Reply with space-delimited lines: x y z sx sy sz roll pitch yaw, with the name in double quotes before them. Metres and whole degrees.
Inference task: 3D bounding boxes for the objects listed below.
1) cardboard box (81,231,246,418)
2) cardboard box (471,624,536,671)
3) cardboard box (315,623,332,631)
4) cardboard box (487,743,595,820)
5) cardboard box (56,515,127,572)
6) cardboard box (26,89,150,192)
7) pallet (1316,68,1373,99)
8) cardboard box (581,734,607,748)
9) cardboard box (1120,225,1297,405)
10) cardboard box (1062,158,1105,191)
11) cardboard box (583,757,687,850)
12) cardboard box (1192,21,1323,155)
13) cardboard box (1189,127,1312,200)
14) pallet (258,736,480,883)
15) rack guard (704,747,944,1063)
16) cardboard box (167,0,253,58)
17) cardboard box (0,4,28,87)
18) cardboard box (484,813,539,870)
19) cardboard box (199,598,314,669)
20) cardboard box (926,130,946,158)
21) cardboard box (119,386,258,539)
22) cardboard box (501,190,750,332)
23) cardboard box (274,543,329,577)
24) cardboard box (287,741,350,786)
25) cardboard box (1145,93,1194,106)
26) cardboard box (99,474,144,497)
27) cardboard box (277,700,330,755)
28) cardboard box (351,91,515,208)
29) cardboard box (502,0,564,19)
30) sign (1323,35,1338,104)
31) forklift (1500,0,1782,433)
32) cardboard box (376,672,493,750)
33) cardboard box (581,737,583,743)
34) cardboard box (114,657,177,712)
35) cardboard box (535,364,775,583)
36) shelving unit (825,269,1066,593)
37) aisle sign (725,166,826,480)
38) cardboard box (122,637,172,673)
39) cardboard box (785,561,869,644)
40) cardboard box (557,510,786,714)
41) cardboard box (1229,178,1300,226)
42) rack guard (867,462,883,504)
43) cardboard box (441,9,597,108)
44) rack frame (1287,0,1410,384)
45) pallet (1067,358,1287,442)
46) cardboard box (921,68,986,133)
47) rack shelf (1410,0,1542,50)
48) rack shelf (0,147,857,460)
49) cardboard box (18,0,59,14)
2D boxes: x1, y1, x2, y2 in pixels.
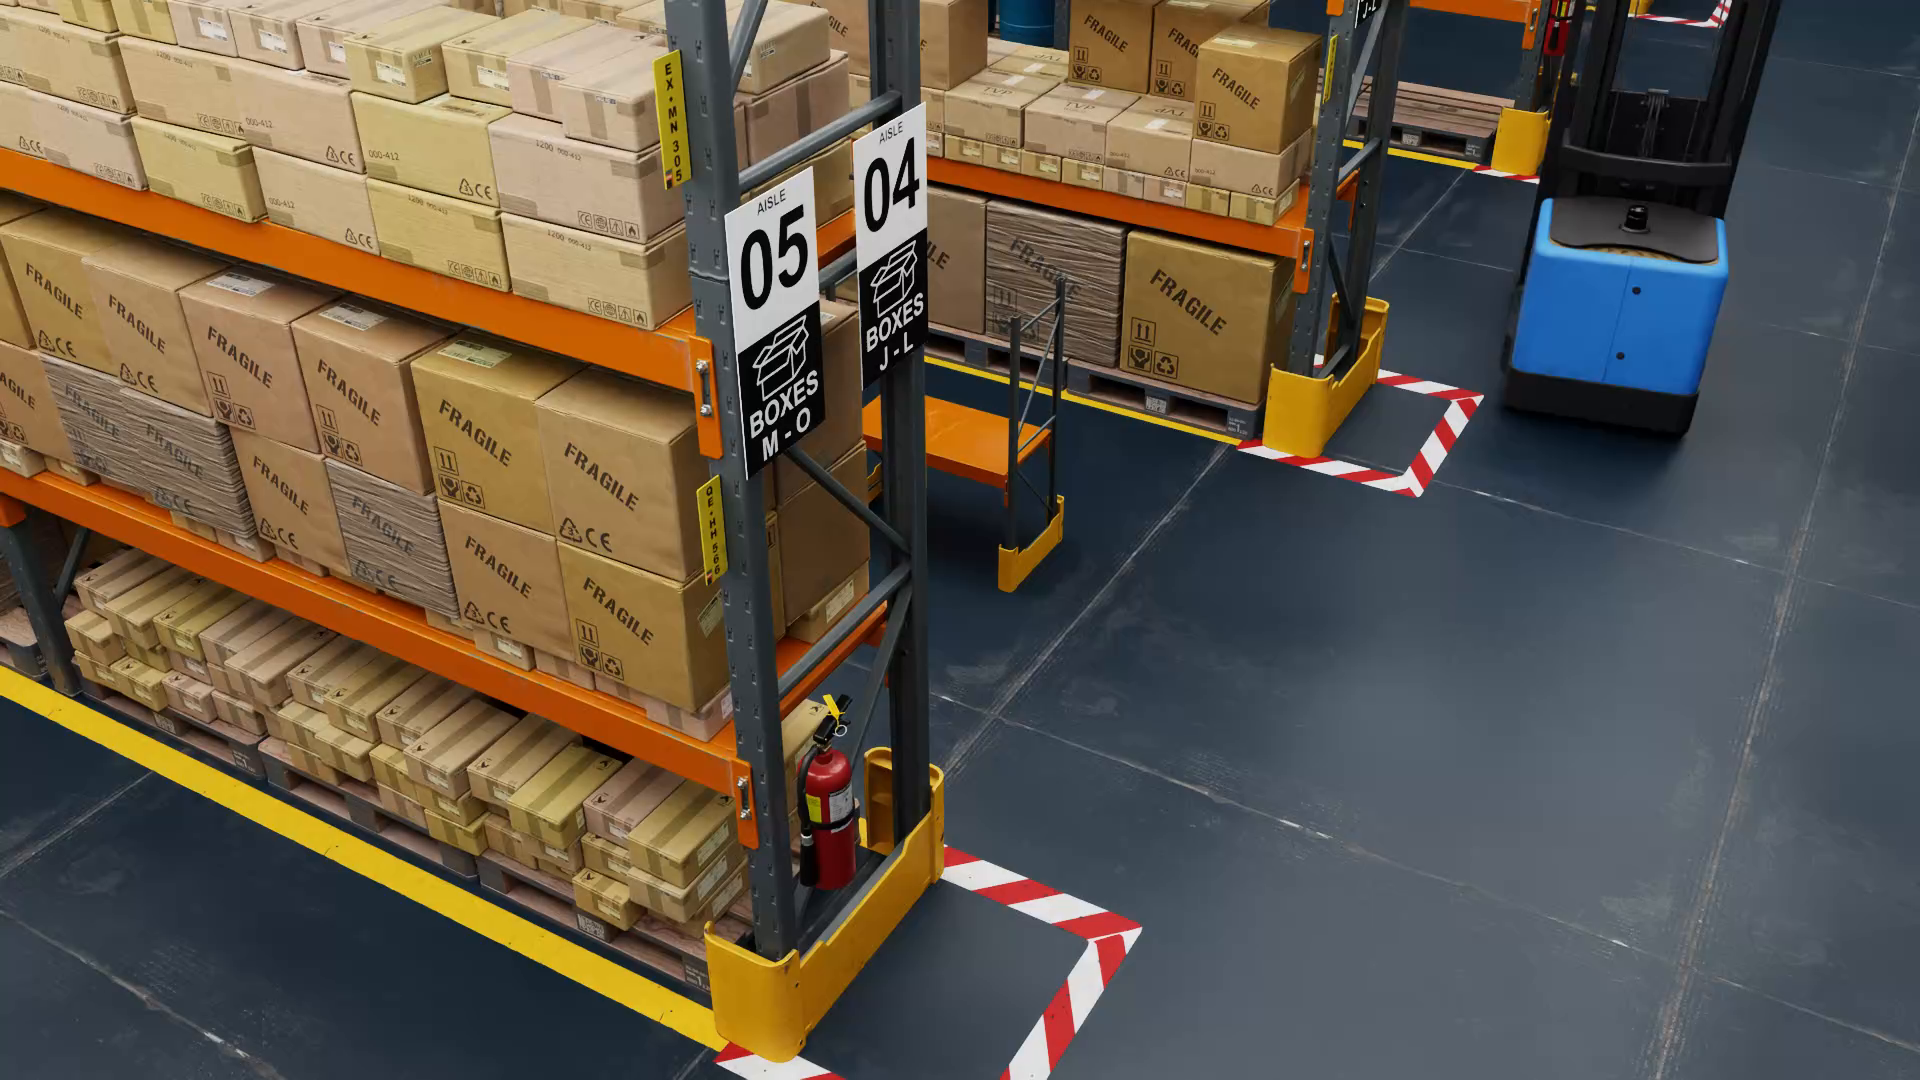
"cardboard box" -2.736 -0.825 6.022 0.500 0.500 0.500 18 38 25
"cardboard box" -1.492 0.270 5.864 0.250 0.149 0.380 19 38 26
"cardboard box" -2.804 0.298 7.521 0.250 0.149 0.380 18 38 25
"cardboard box" -1.648 0.941 6.555 0.250 0.149 0.380 17 37 24
"cardboard box" -4.396 -0.239 8.278 0.500 0.500 0.500 19 38 26
"cardboard box" -2.733 -1.419 5.604 0.500 0.250 0.500 19 38 26
"pallet" 2.841 -3.837 14.321 1.213 0.211 1.003 18 37 24
"cardboard box" -1.376 0.697 6.922 0.250 0.149 0.380 19 38 26
"cardboard box" 1.540 -1.460 9.775 0.875 0.875 0.875 18 37 24
"cardboard box" 0.775 -2.147 9.495 0.250 0.149 0.380 17 37 23
"cardboard box" -1.188 0.970 6.243 0.250 0.149 0.380 18 38 25
"cardboard box" 1.582 -2.413 8.858 0.500 0.500 0.500 18 38 25
"cardboard box" 1.583 -2.099 9.063 0.500 0.250 0.500 17 37 24
"pallet" -2.222 0.890 7.223 1.213 0.211 1.003 18 37 24
"rack guard" -0.479 1.346 6.277 0.348 0.500 1.175 18 37 24
"cardboard box" -2.173 -1.617 5.091 0.250 0.149 0.380 17 37 23
"cardboard box" -3.157 -1.780 5.695 0.500 0.250 0.500 17 37 24
"cardboard box" -1.655 1.096 6.591 0.250 0.149 0.380 18 38 25
"cardboard box" -2.999 0.396 7.105 0.250 0.149 0.380 17 37 23
"cardboard box" -0.120 -2.430 9.920 0.250 0.149 0.380 18 38 25
"cardboard box" -2.729 -0.393 6.275 0.500 0.500 0.500 17 37 23
"cardboard box" -0.940 -0.857 4.760 0.500 0.250 0.500 17 37 23
"cardboard box" -2.379 -0.043 6.335 0.250 0.149 0.380 19 38 26
"cardboard box" -2.583 0.830 6.990 0.250 0.149 0.380 17 37 23
"cardboard box" 1.398 -2.495 9.658 0.500 0.250 0.500 17 37 24
"cardboard box" -3.284 -0.350 6.796 0.250 0.149 0.380 16 37 22
"cardboard box" -2.589 0.707 6.907 0.250 0.149 0.380 17 37 24
"cardboard box" -1.384 -1.212 4.841 0.500 0.250 0.500 17 37 23
"cardboard box" -1.204 -1.688 5.197 0.250 0.149 0.380 18 38 25
"sign" 1.854 -2.356 8.323 0.005 0.325 0.100 18 37 24
"forklift" 4.176 -2.646 10.079 1.130 2.935 3.031 11 35 16
"cardboard box" -2.104 0.686 6.670 0.250 0.149 0.380 16 37 23
"cardboard box" -1.633 0.795 7.042 0.250 0.149 0.380 18 38 25
"cardboard box" -3.499 0.566 7.386 0.250 0.149 0.380 19 38 26
"cardboard box" -0.934 -0.261 5.175 0.500 0.500 0.500 17 37 23
"shelving unit" -0.066 -0.645 8.366 1.083 1.500 0.587 18 37 24
"aisle sign" -0.499 -0.591 4.586 0.004 0.787 0.394 18 37 24
"cardboard box" -3.466 0.395 7.376 0.250 0.149 0.380 18 38 25
"cardboard box" -0.532 0.184 5.993 0.250 0.149 0.380 17 37 24
"cardboard box" -0.931 0.162 5.443 0.500 0.500 0.500 18 38 25
"cardboard box" 1.663 -1.867 9.074 0.250 0.149 0.380 18 38 25
"rack guard" -0.499 -0.262 8.918 0.087 0.250 0.587 18 37 24
"cardboard box" -1.237 -1.369 4.717 0.250 0.149 0.380 16 37 23
"rack frame" 2.135 -2.032 9.096 0.127 3.000 1.000 18 37 24
"pallet" 1.402 -1.054 10.142 1.213 0.211 1.003 18 37 24
"cardboard box" -0.178 -2.660 9.905 0.500 0.250 0.500 19 38 26
"rack shelf" 2.856 -4.666 13.700 4.000 0.370 1.077 18 37 24
"rack shelf" -2.150 -1.172 5.747 4.000 0.370 1.077 18 37 24
"cardboard box" -2.850 -1.850 5.440 0.250 0.149 0.380 16 37 23
